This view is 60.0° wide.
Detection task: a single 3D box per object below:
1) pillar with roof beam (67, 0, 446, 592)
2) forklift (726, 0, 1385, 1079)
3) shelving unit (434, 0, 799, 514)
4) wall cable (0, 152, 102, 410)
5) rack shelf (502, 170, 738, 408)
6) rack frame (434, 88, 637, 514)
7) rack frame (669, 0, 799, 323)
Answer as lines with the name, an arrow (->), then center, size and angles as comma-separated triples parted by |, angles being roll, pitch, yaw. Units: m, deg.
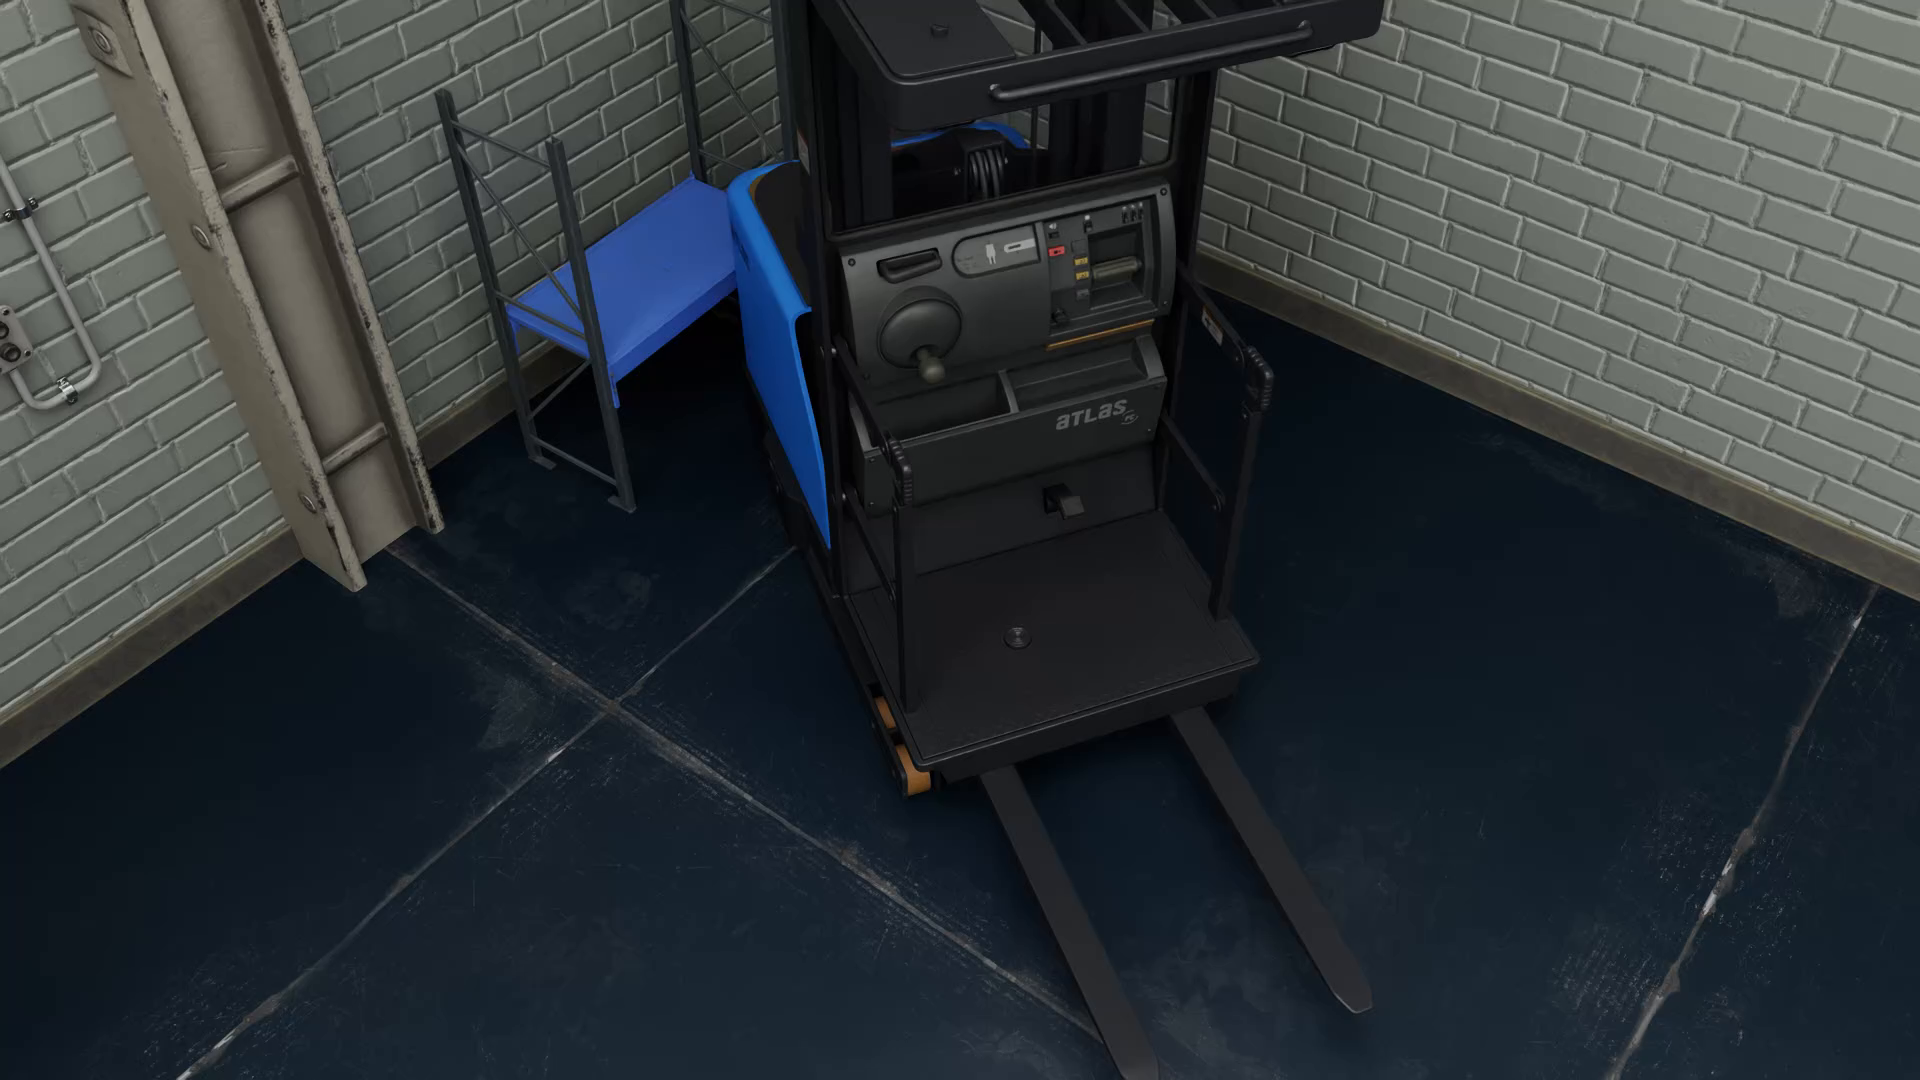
pillar with roof beam -> 1.375, -1.209, 0.682 | 9.100, 9.000, 0.400 | 29, 53, 25
forklift -> 0.221, -0.591, 4.288 | 1.130, 2.935, 3.031 | -15, 48, -14
shelving unit -> -1.063, -1.023, 5.690 | 0.538, 1.500, 1.048 | 27, 52, 23
wall cable -> -2.963, -0.615, 3.560 | 0.084, 1.984, 1.851 | 29, 53, 25
rack shelf -> -1.063, -0.899, 5.820 | 0.538, 0.185, 1.000 | 27, 52, 23
rack frame -> -1.353, -0.721, 5.402 | 0.500, 1.500, 0.032 | 27, 52, 23
rack frame -> -0.773, -1.326, 5.979 | 0.500, 1.500, 0.032 | 27, 52, 23
